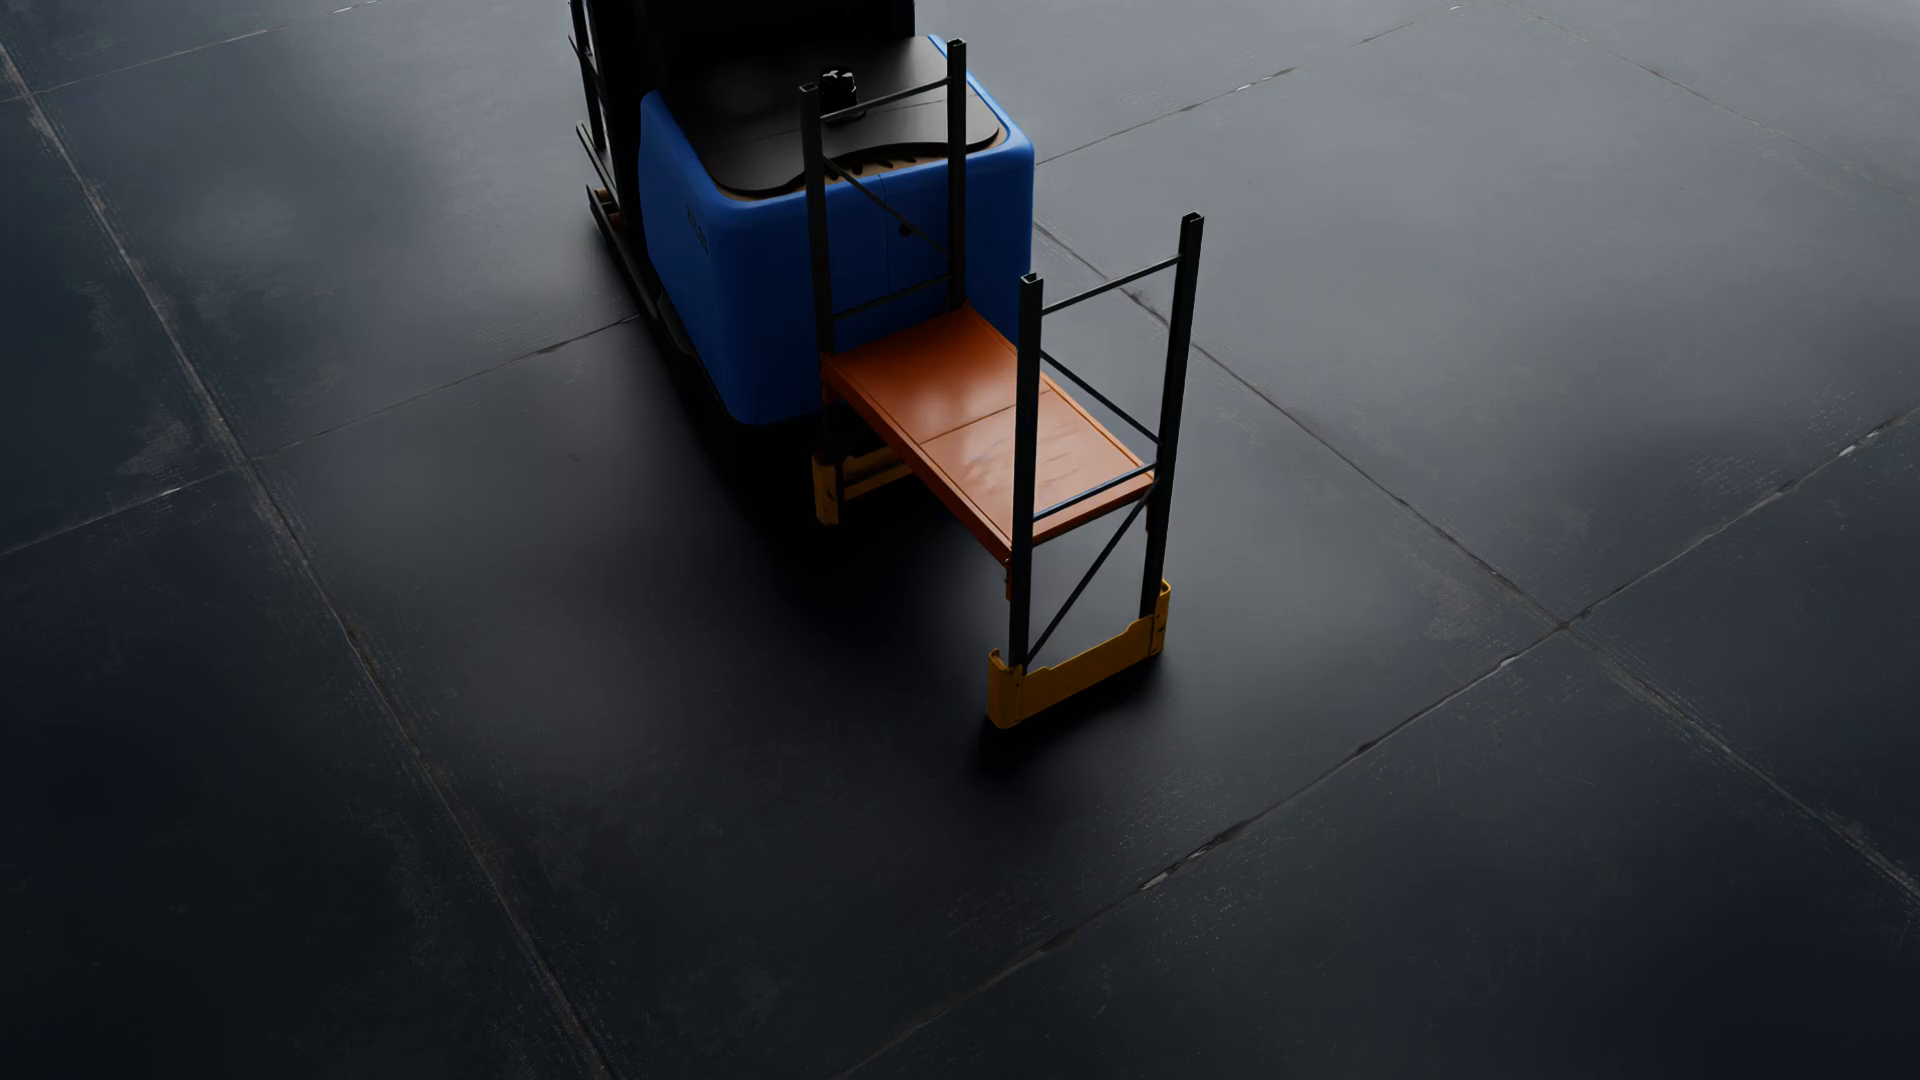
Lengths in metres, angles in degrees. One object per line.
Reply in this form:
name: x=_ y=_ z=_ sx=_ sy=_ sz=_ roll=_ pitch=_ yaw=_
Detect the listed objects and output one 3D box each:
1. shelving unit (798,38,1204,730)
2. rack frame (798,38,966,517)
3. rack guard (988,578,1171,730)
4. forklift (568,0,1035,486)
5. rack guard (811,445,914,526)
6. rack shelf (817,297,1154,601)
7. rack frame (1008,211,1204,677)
shelving unit: x=0.070 y=-0.425 z=4.609 sx=0.587 sy=1.500 sz=1.083 roll=-24 pitch=49 yaw=-23
rack frame: x=-0.201 y=-0.714 z=4.912 sx=0.500 sy=1.500 sz=0.032 roll=-24 pitch=49 yaw=-23
rack guard: x=0.340 y=0.316 z=4.738 sx=0.587 sy=0.250 sz=0.087 roll=-24 pitch=49 yaw=-23
forklift: x=-0.803 y=-2.260 z=5.495 sx=1.130 sy=2.935 sz=3.031 roll=-16 pitch=46 yaw=-16
rack guard: x=-0.200 y=-0.262 z=5.343 sx=0.587 sy=0.250 sz=0.087 roll=-24 pitch=49 yaw=-23
rack shelf: x=0.075 y=-0.289 z=4.727 sx=0.538 sy=0.185 sz=1.000 roll=-24 pitch=49 yaw=-23
rack frame: x=0.351 y=-0.125 z=4.294 sx=0.500 sy=1.500 sz=0.032 roll=-24 pitch=49 yaw=-23
